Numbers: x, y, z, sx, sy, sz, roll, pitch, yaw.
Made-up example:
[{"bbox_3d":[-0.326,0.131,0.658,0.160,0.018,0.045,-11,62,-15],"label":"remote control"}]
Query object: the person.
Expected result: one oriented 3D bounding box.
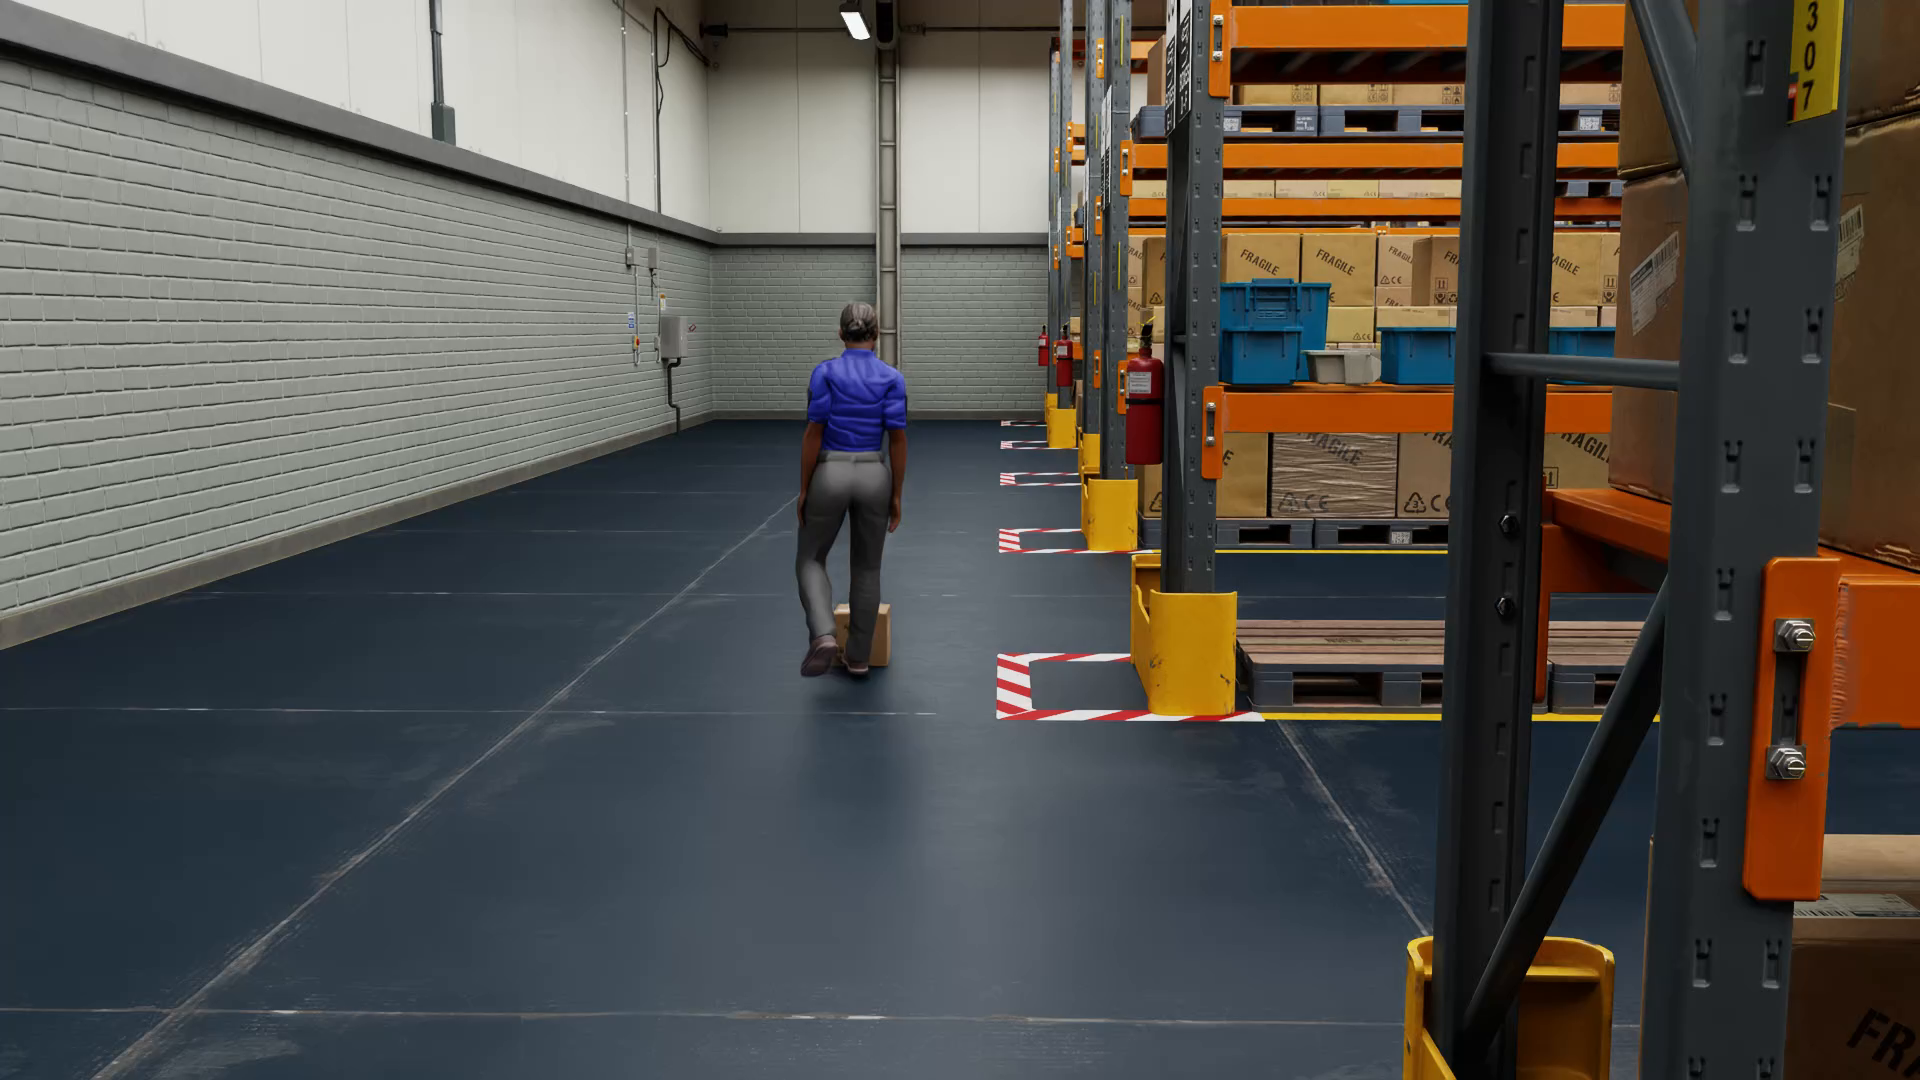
[{"bbox_3d":[-0.482,-0.215,7.286,0.478,1.644,0.581,-1,7,-11],"label":"person"}]
